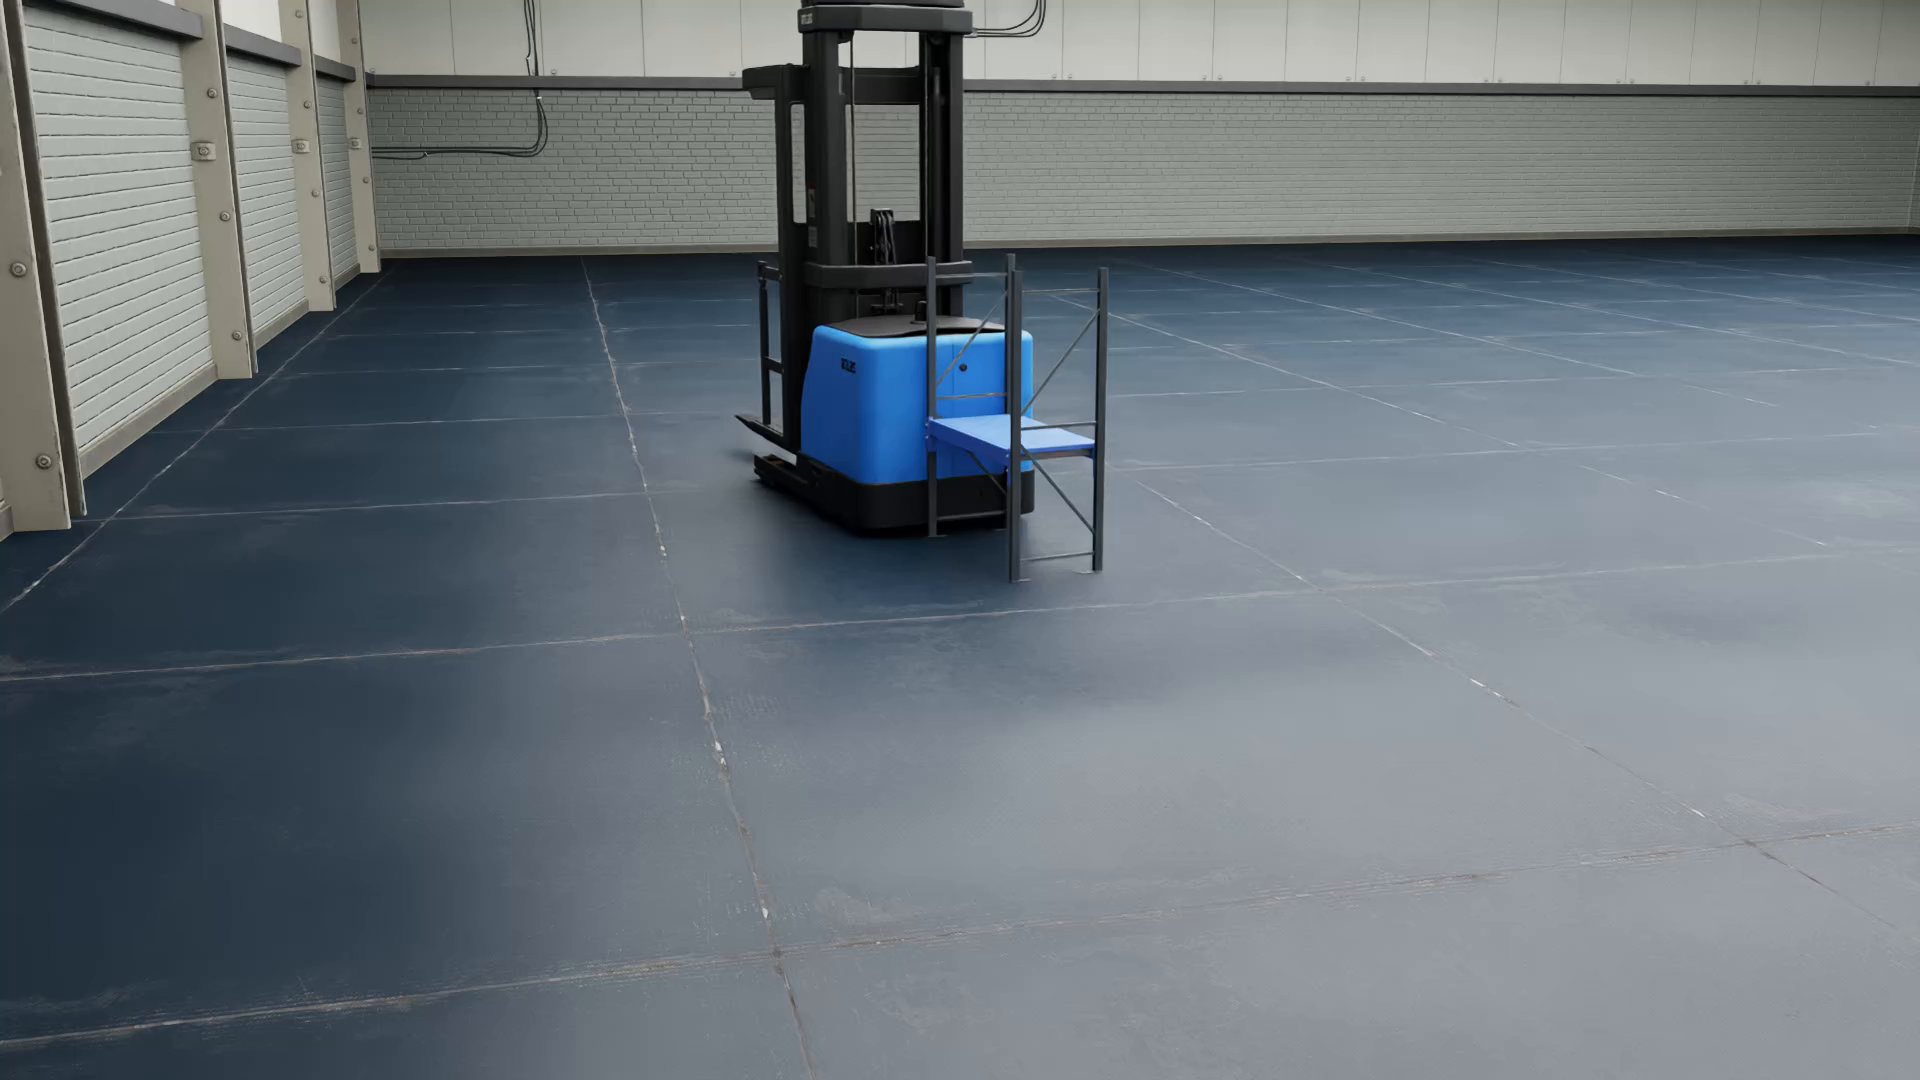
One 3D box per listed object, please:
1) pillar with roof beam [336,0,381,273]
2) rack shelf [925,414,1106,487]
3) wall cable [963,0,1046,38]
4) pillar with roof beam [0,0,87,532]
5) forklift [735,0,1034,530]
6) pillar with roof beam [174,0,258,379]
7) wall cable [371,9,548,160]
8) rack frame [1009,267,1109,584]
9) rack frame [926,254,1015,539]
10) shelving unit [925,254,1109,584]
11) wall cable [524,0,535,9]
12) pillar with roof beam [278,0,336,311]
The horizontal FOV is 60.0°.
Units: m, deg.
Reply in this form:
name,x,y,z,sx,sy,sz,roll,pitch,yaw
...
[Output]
name,x,y,z,sx,sy,sz,roll,pitch,yaw
pillar with roof beam,-5.160,-8.862,26.240,9.100,9.000,0.400,-3,14,-13
rack shelf,0.265,-0.478,8.481,0.538,0.185,1.000,-6,15,-23
wall cable,0.481,-11.553,30.088,2.305,6.003,0.169,-3,14,-13
pillar with roof beam,-0.932,-4.710,9.243,9.100,9.000,0.400,-3,14,-13
forklift,-0.643,-1.786,10.061,1.130,2.935,3.031,-6,15,-23
pillar with roof beam,-2.341,-6.094,14.908,9.100,9.000,0.400,-3,14,-13
wall cable,-8.751,-7.867,28.709,3.097,2.526,0.112,-3,14,-13
rack frame,0.473,-0.543,7.988,0.500,1.500,0.032,-6,15,-23
rack frame,0.057,-0.763,8.889,0.500,1.500,0.032,-6,15,-23
shelving unit,0.265,-0.653,8.438,0.538,1.500,1.048,-6,15,-23
wall cable,-6.121,-10.471,28.727,3.097,2.526,0.112,-3,14,-13
pillar with roof beam,-3.750,-7.478,20.574,9.100,9.000,0.400,-3,14,-13
